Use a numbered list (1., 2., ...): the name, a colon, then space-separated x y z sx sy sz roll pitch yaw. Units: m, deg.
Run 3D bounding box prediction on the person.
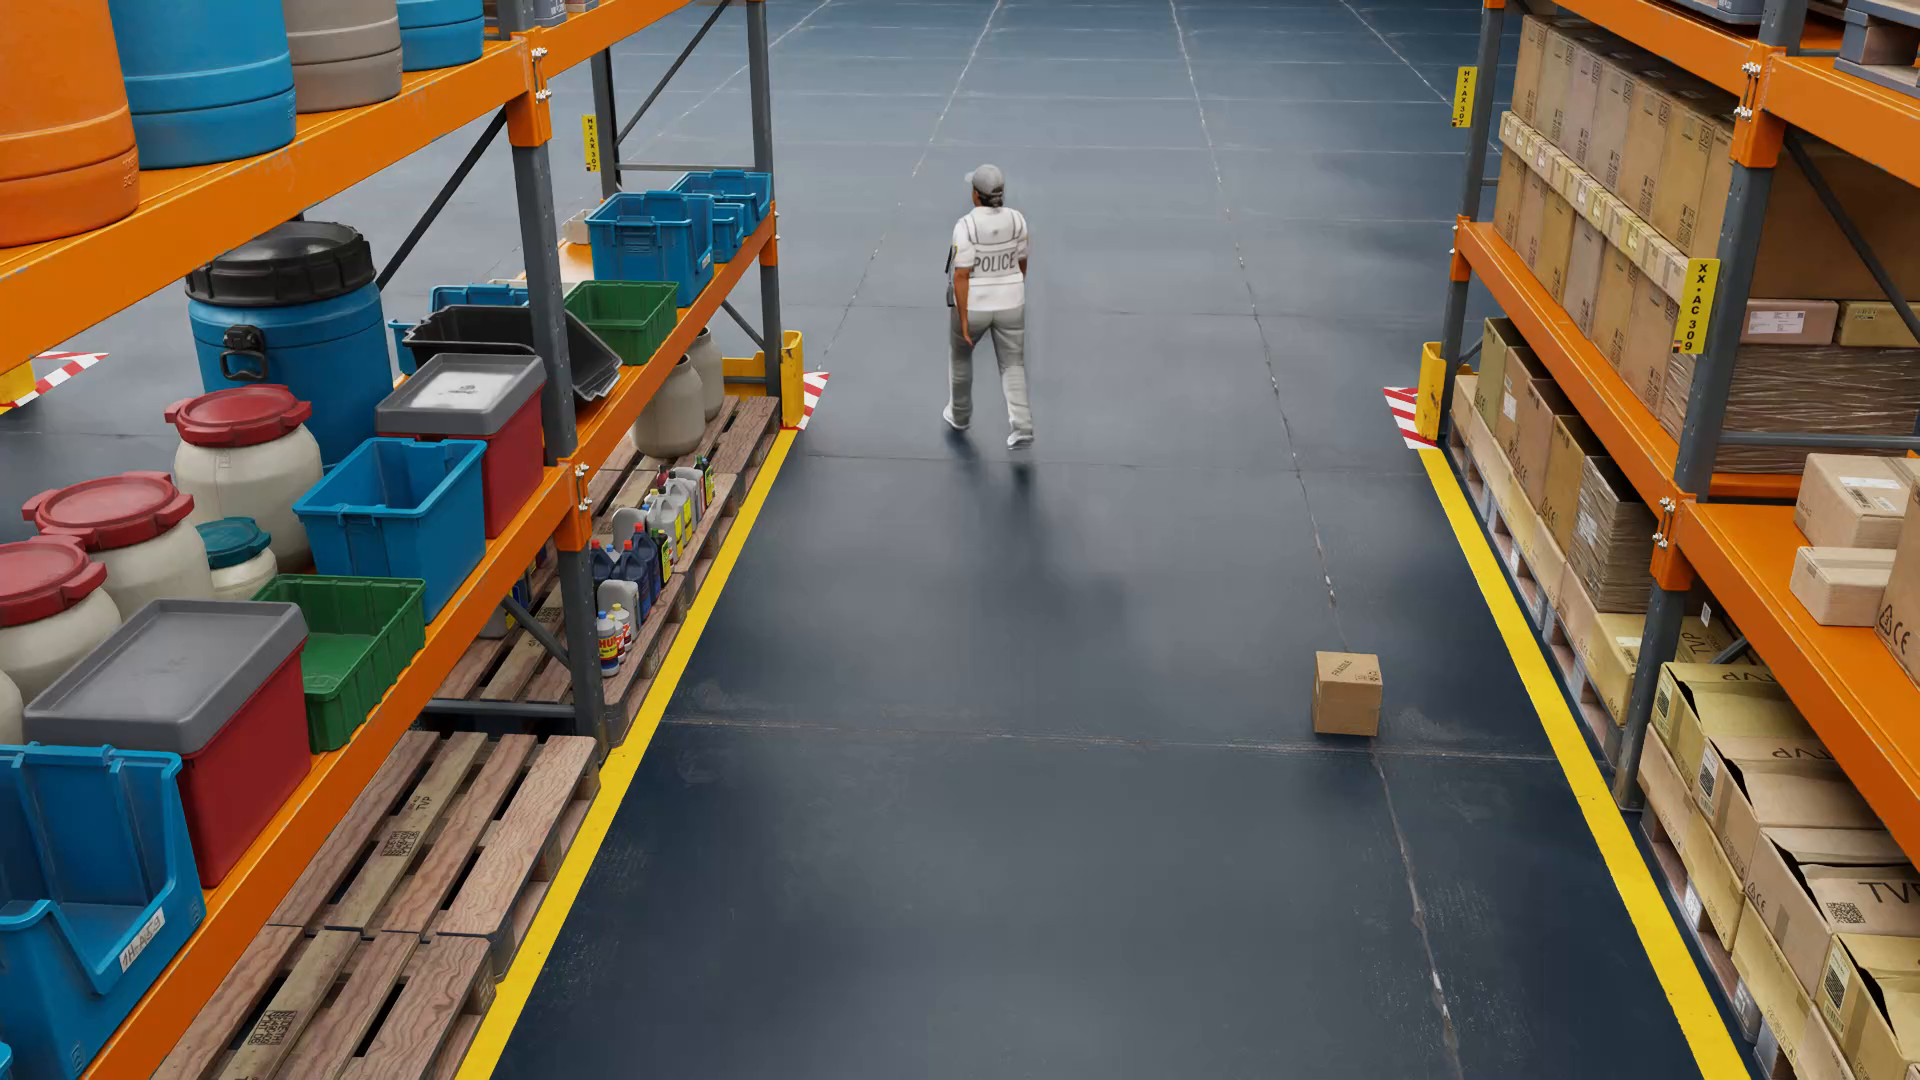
1. person: 0.168 -1.331 9.484 0.469 1.616 0.957 -6 25 -14
